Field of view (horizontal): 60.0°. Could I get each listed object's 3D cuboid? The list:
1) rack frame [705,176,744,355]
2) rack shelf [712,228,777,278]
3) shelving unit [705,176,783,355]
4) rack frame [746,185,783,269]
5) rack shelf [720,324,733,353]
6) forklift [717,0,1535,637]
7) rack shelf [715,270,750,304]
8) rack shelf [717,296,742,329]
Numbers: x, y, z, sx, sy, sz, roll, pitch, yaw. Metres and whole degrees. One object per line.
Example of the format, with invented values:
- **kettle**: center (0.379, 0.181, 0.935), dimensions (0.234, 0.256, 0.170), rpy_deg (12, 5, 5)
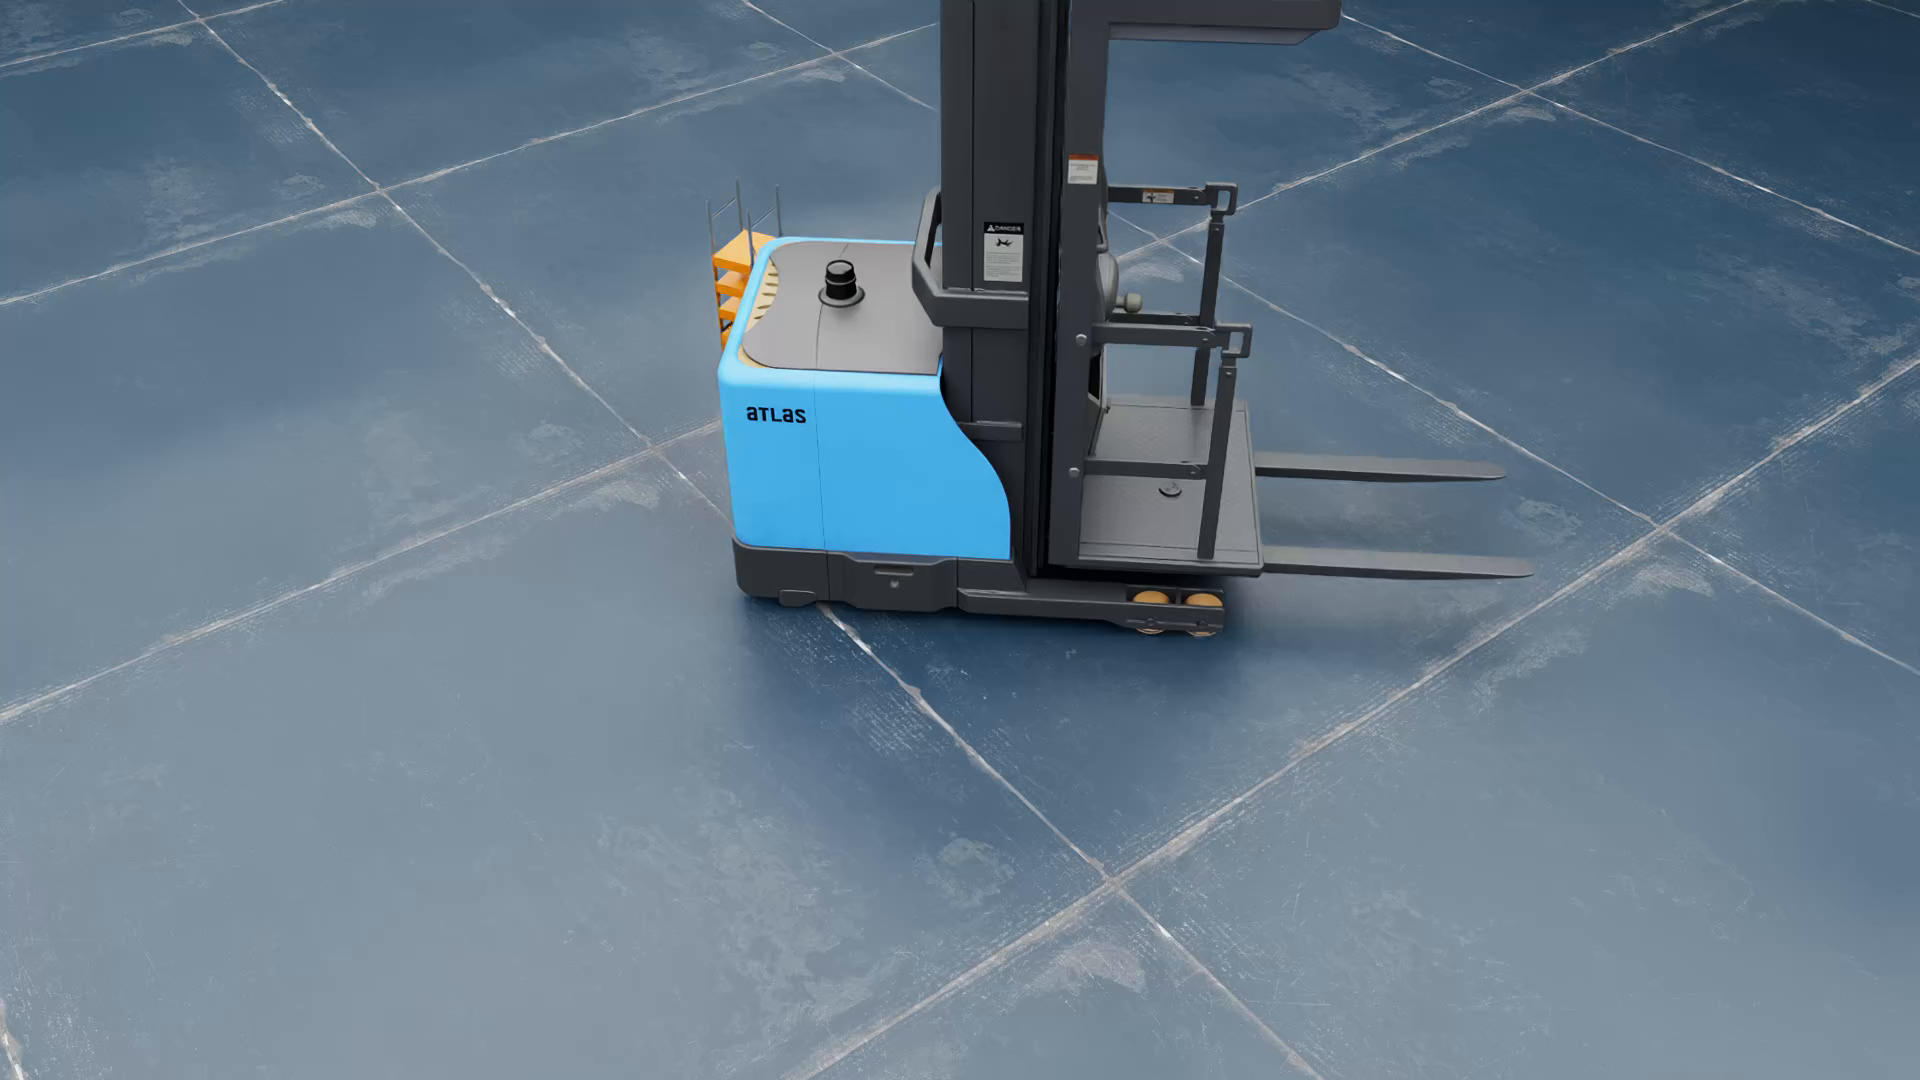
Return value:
- **rack frame**: center (-0.934, -0.919, 6.924), dimensions (0.006, 1.200, 0.240), rpy_deg (17, 42, 20)
- **rack shelf**: center (-0.852, -1.138, 6.694), dimensions (0.180, 0.103, 0.258), rpy_deg (17, 42, 20)
- **shelving unit**: center (-0.851, -0.894, 6.893), dimensions (0.189, 1.200, 0.258), rpy_deg (17, 42, 20)
- **rack frame**: center (-0.768, -0.869, 6.863), dimensions (0.006, 1.200, 0.240), rpy_deg (17, 42, 20)
- **rack shelf**: center (-0.851, -0.860, 6.921), dimensions (0.180, 0.103, 0.258), rpy_deg (17, 42, 20)
- **forklift**: center (0.677, -1.120, 5.804), dimensions (3.031, 2.935, 1.130), rpy_deg (3, 39, 4)
- **rack shelf**: center (-0.852, -1.046, 6.769), dimensions (0.180, 0.103, 0.258), rpy_deg (17, 42, 20)
- **rack shelf**: center (-0.851, -0.953, 6.845), dimensions (0.180, 0.103, 0.258), rpy_deg (17, 42, 20)
